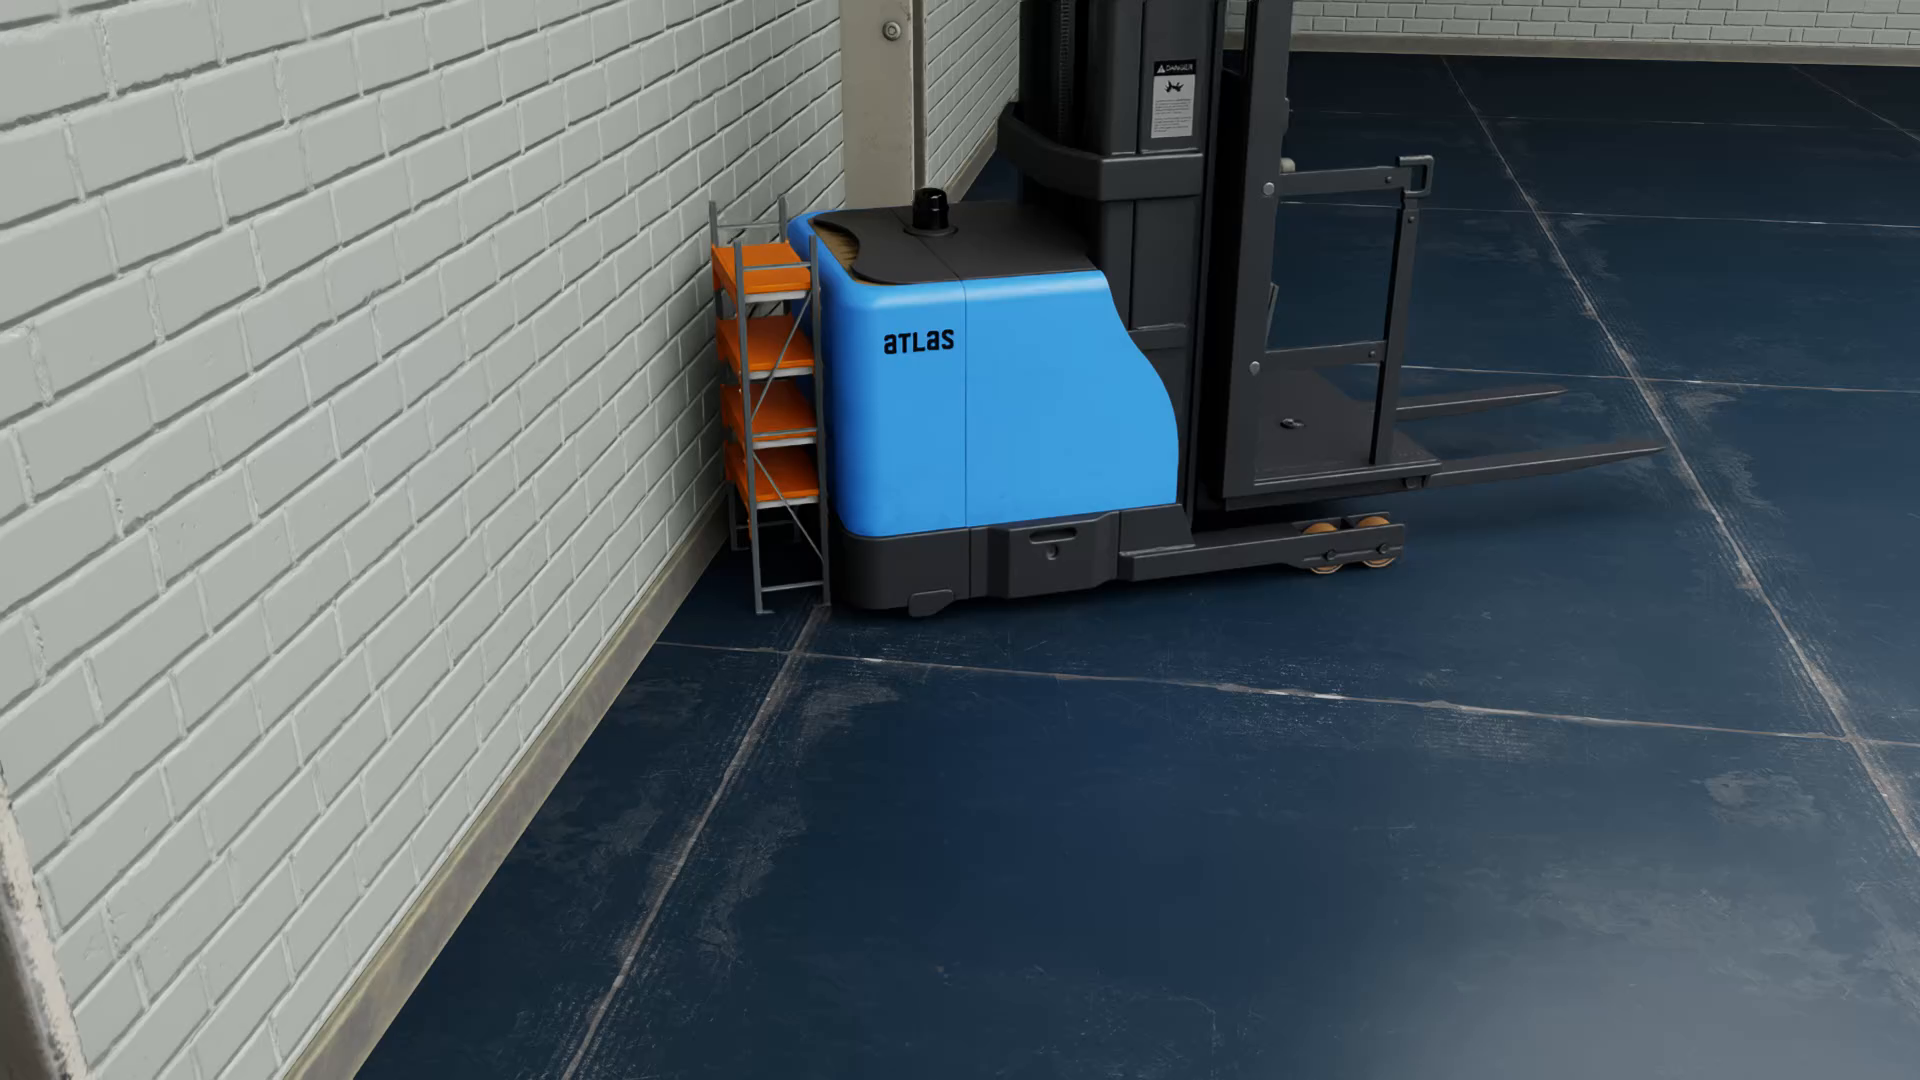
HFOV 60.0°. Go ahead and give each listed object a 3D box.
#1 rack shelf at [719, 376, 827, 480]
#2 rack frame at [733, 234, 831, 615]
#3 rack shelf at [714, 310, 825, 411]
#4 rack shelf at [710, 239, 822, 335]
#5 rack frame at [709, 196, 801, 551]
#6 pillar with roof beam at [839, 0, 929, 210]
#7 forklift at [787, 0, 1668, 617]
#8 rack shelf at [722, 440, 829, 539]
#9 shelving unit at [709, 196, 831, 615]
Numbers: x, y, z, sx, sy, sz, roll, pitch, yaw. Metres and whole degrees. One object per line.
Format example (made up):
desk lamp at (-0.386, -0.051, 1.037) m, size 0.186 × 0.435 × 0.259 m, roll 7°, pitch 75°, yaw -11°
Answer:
rack shelf at (-0.597, -0.361, 5.265) m, size 0.258 × 0.148 × 0.480 m, roll -7°, pitch 26°, yaw -15°
rack frame at (-0.529, -0.323, 5.024) m, size 0.240 × 1.200 × 0.015 m, roll -7°, pitch 26°, yaw -15°
rack shelf at (-0.597, -0.564, 5.170) m, size 0.258 × 0.148 × 0.480 m, roll -7°, pitch 26°, yaw -15°
rack shelf at (-0.597, -0.778, 5.070) m, size 0.258 × 0.148 × 0.480 m, roll -7°, pitch 26°, yaw -15°
rack frame at (-0.664, -0.522, 5.449) m, size 0.240 × 1.200 × 0.015 m, roll -7°, pitch 26°, yaw -15°
pillar with roof beam at (3.920, -4.712, 5.201) m, size 9.100 × 9.000 × 0.400 m, roll 4°, pitch 25°, yaw 9°
forklift at (0.983, -1.422, 5.332) m, size 3.031 × 2.935 × 1.130 m, roll -7°, pitch 26°, yaw -14°
rack shelf at (-0.597, -0.181, 5.349) m, size 0.258 × 0.148 × 0.480 m, roll -7°, pitch 26°, yaw -15°
shelving unit at (-0.597, -0.422, 5.237) m, size 0.258 × 1.200 × 0.503 m, roll -7°, pitch 26°, yaw -15°
